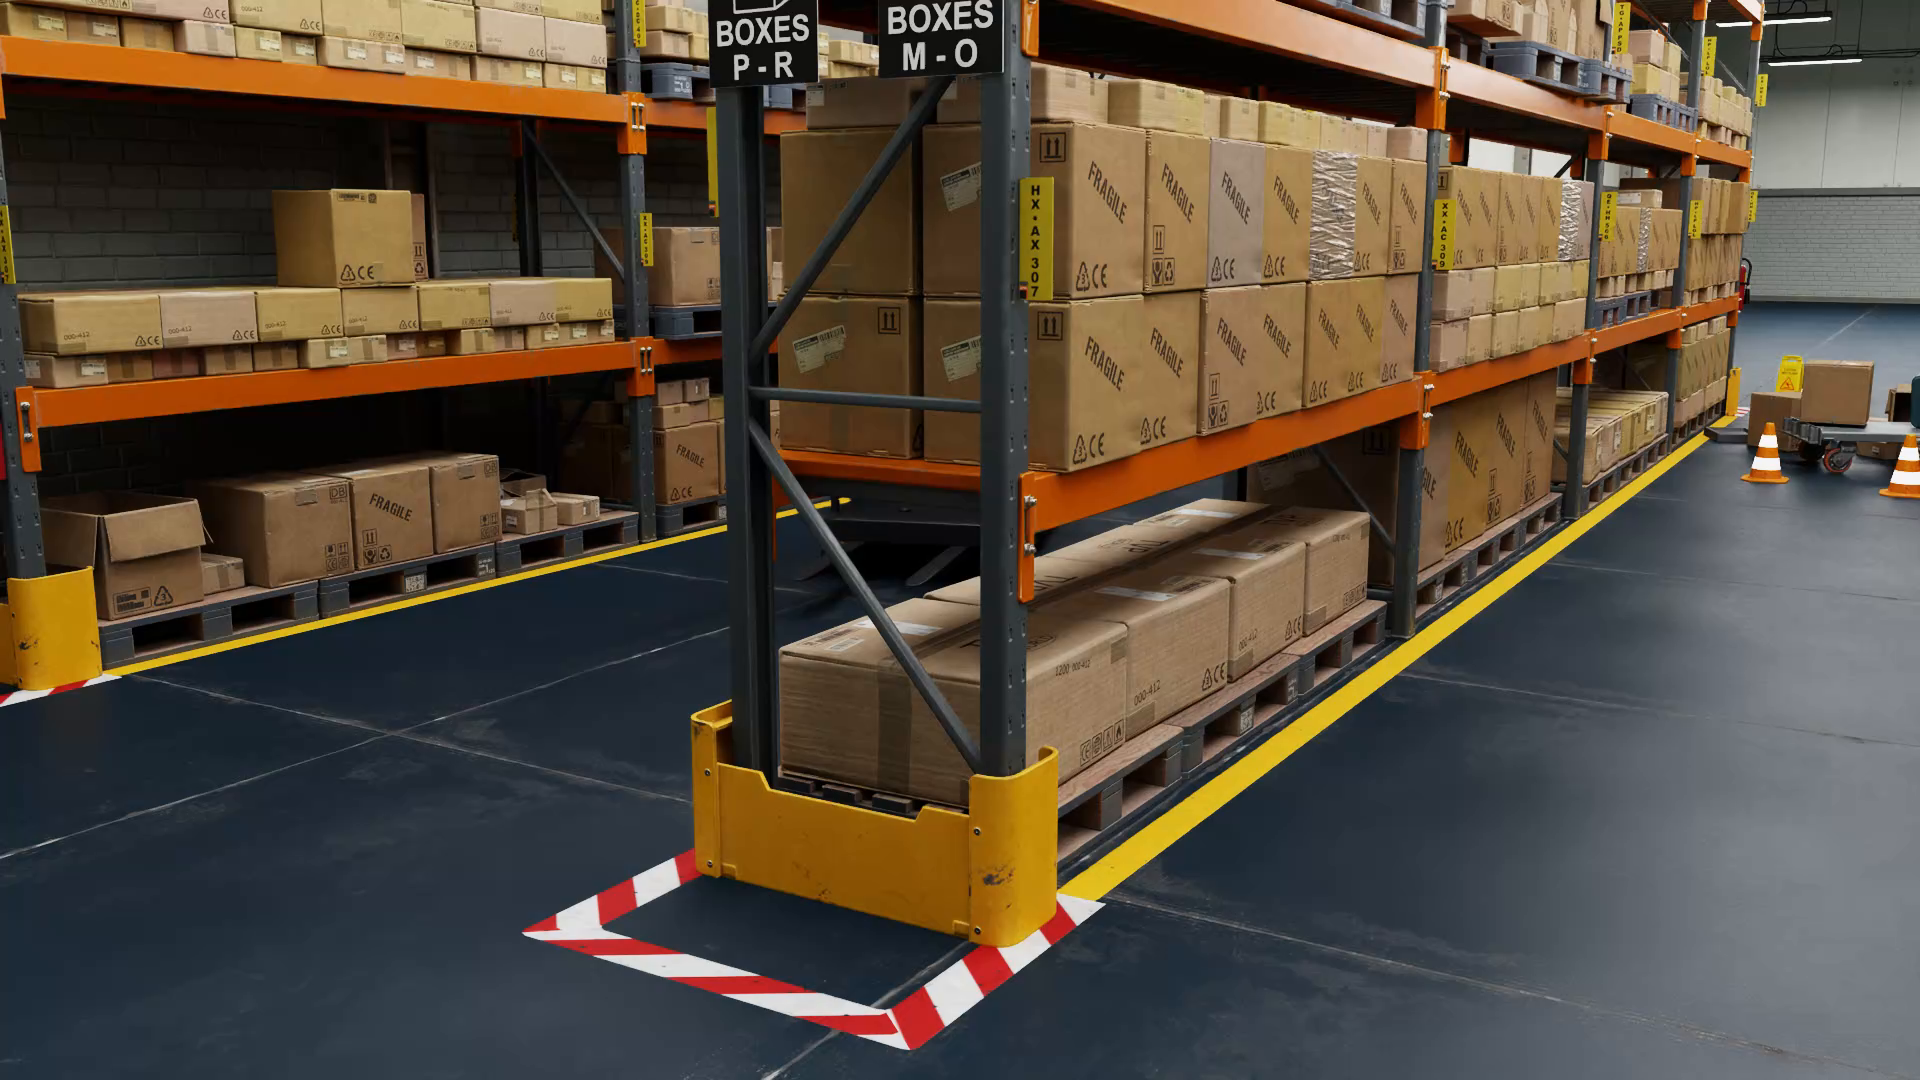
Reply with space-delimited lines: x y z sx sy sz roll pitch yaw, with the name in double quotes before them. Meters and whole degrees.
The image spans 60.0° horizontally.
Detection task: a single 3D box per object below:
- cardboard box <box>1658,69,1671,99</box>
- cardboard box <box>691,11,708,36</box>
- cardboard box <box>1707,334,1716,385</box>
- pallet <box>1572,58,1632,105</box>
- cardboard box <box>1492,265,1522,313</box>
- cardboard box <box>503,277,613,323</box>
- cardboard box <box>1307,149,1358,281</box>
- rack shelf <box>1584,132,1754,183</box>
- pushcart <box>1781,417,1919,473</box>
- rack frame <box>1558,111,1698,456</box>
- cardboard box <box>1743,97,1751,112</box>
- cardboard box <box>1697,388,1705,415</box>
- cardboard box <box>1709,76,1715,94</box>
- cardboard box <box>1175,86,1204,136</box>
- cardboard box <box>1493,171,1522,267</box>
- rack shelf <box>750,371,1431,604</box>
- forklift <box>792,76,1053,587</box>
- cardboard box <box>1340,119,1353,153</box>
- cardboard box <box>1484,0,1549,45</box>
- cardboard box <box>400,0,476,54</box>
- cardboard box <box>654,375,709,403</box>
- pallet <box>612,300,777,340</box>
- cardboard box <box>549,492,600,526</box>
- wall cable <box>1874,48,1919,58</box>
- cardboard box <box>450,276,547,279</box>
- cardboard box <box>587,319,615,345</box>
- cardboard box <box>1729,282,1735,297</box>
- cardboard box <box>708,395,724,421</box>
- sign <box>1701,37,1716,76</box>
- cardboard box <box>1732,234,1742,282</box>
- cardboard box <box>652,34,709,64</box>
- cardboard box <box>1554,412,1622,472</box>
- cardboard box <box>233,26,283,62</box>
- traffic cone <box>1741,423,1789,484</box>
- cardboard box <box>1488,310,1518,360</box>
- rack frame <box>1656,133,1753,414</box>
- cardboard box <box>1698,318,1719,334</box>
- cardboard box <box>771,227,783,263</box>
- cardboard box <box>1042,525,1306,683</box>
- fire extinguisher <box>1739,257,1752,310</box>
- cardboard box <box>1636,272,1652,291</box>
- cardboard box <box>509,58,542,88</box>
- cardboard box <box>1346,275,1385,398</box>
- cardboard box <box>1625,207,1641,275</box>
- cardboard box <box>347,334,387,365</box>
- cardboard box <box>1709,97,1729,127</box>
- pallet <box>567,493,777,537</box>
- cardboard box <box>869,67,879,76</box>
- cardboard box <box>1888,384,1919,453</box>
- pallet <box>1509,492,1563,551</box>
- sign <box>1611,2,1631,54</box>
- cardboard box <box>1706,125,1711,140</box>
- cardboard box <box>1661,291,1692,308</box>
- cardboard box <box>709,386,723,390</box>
"cardboard box" 5.519 -3.712 13.659 0.500 0.250 0.500 7 12 31
"cardboard box" -1.825 -3.312 10.716 0.380 0.149 0.250 7 12 32
"cardboard box" 7.313 -1.830 16.786 0.500 0.500 0.500 6 12 29
"pallet" 3.599 -2.936 10.760 1.213 0.211 1.003 7 13 33
"cardboard box" 2.812 -1.407 9.283 0.500 0.250 0.500 7 12 31
"cardboard box" -2.489 -1.474 10.191 0.500 0.250 0.500 7 13 32
"cardboard box" 1.276 -1.311 6.734 0.500 0.500 0.500 7 12 31
"rack shelf" 7.003 -3.725 16.418 1.077 0.370 4.000 6 12 31
"pushcart" 7.940 -0.791 14.067 1.648 0.377 0.936 2 11 11
"rack frame" 5.965 -2.290 14.947 1.000 3.000 0.127 6 12 31
"cardboard box" 8.119 -4.580 17.546 0.380 0.149 0.250 7 12 31
"cardboard box" 7.043 -1.380 16.421 0.500 0.250 0.500 6 12 30
"cardboard box" 6.662 -4.135 15.170 0.380 0.149 0.250 6 12 29
"cardboard box" 0.585 -1.412 5.509 0.380 0.149 0.250 6 12 29
"cardboard box" 2.789 -1.775 9.210 0.500 0.500 0.500 6 12 29
"rack shelf" 0.773 -0.363 6.613 1.077 0.370 4.000 6 12 31
"forklift" -0.191 -1.275 9.713 1.130 2.935 3.031 3 11 13
"cardboard box" 1.440 -1.701 7.052 0.380 0.149 0.250 6 12 30
"cardboard box" 3.059 -2.900 9.281 0.396 0.266 0.258 8 13 35
"cardboard box" -3.006 -2.790 9.067 0.500 0.250 0.500 7 13 32
"cardboard box" -1.925 -1.024 11.269 0.380 0.149 0.250 6 12 28
"pallet" -1.924 -1.526 11.390 1.003 0.211 1.213 6 12 31
"cardboard box" -2.471 -0.195 10.362 0.380 0.149 0.250 6 12 29
"wall cable" 25.858 -14.011 43.605 3.097 2.526 0.112 6 12 31
"cardboard box" -2.920 -1.525 10.465 0.500 0.250 0.500 6 12 30
"cardboard box" -2.382 -1.307 10.383 0.380 0.149 0.250 7 12 31
"cardboard box" 7.994 -2.666 17.638 0.380 0.149 0.250 6 12 30
"cardboard box" -1.818 -0.925 11.547 0.380 0.149 0.250 6 12 28
"sign" 6.441 -4.159 14.307 0.100 0.325 0.005 6 12 31
"cardboard box" 7.995 -3.002 17.674 0.500 0.500 0.500 6 12 30
"cardboard box" -1.773 -3.158 10.704 0.380 0.149 0.250 7 12 31
"cardboard box" 4.566 -0.780 12.884 0.950 0.372 0.625 6 12 30
"cardboard box" -3.537 -2.409 8.113 0.380 0.149 0.250 6 12 31
"traffic cone" 6.518 -0.714 13.425 0.336 0.463 0.334 6 12 31
"cardboard box" 2.813 -1.162 9.333 0.500 0.250 0.500 6 12 30
"rack frame" 8.042 -2.919 18.308 1.000 3.000 0.127 6 12 31
"cardboard box" 7.444 -2.165 16.814 0.380 0.149 0.250 7 13 33
"cardboard box" -1.314 -2.020 12.095 0.700 0.500 0.500 6 12 30
"cardboard box" 0.930 0.251 7.199 0.875 0.438 0.875 6 12 29
"fire extinguisher" 8.495 -2.855 18.176 0.296 0.674 0.183 6 12 31
"cardboard box" 5.392 -2.106 13.509 0.380 0.149 0.250 6 12 31
"cardboard box" -2.643 -2.692 9.626 0.380 0.149 0.250 7 13 33
"cardboard box" 1.527 -0.902 7.262 0.500 0.500 0.500 6 12 29
"cardboard box" 4.854 -2.278 12.663 0.500 0.500 0.500 7 12 32
"cardboard box" -3.274 -1.019 8.844 0.380 0.149 0.250 7 13 32
"cardboard box" 6.958 -4.039 15.740 0.500 0.250 0.500 7 12 31
"pallet" -2.043 -0.266 11.716 1.003 0.211 1.213 6 12 31
"cardboard box" -0.735 -3.531 12.751 0.380 0.149 0.250 6 12 31
"cardboard box" 8.815 -1.092 14.967 0.797 0.637 0.503 6 12 31
"pallet" 3.415 -0.173 11.220 1.003 0.211 1.213 6 12 31
"sign" 4.358 -3.374 10.966 0.100 0.325 0.005 6 12 31
"cardboard box" 6.867 -3.828 15.696 0.380 0.149 0.250 6 12 29
"cardboard box" 6.403 -2.185 15.071 0.380 0.149 0.250 6 12 30
"cardboard box" -1.938 -1.049 12.209 0.380 0.149 0.250 7 13 32
